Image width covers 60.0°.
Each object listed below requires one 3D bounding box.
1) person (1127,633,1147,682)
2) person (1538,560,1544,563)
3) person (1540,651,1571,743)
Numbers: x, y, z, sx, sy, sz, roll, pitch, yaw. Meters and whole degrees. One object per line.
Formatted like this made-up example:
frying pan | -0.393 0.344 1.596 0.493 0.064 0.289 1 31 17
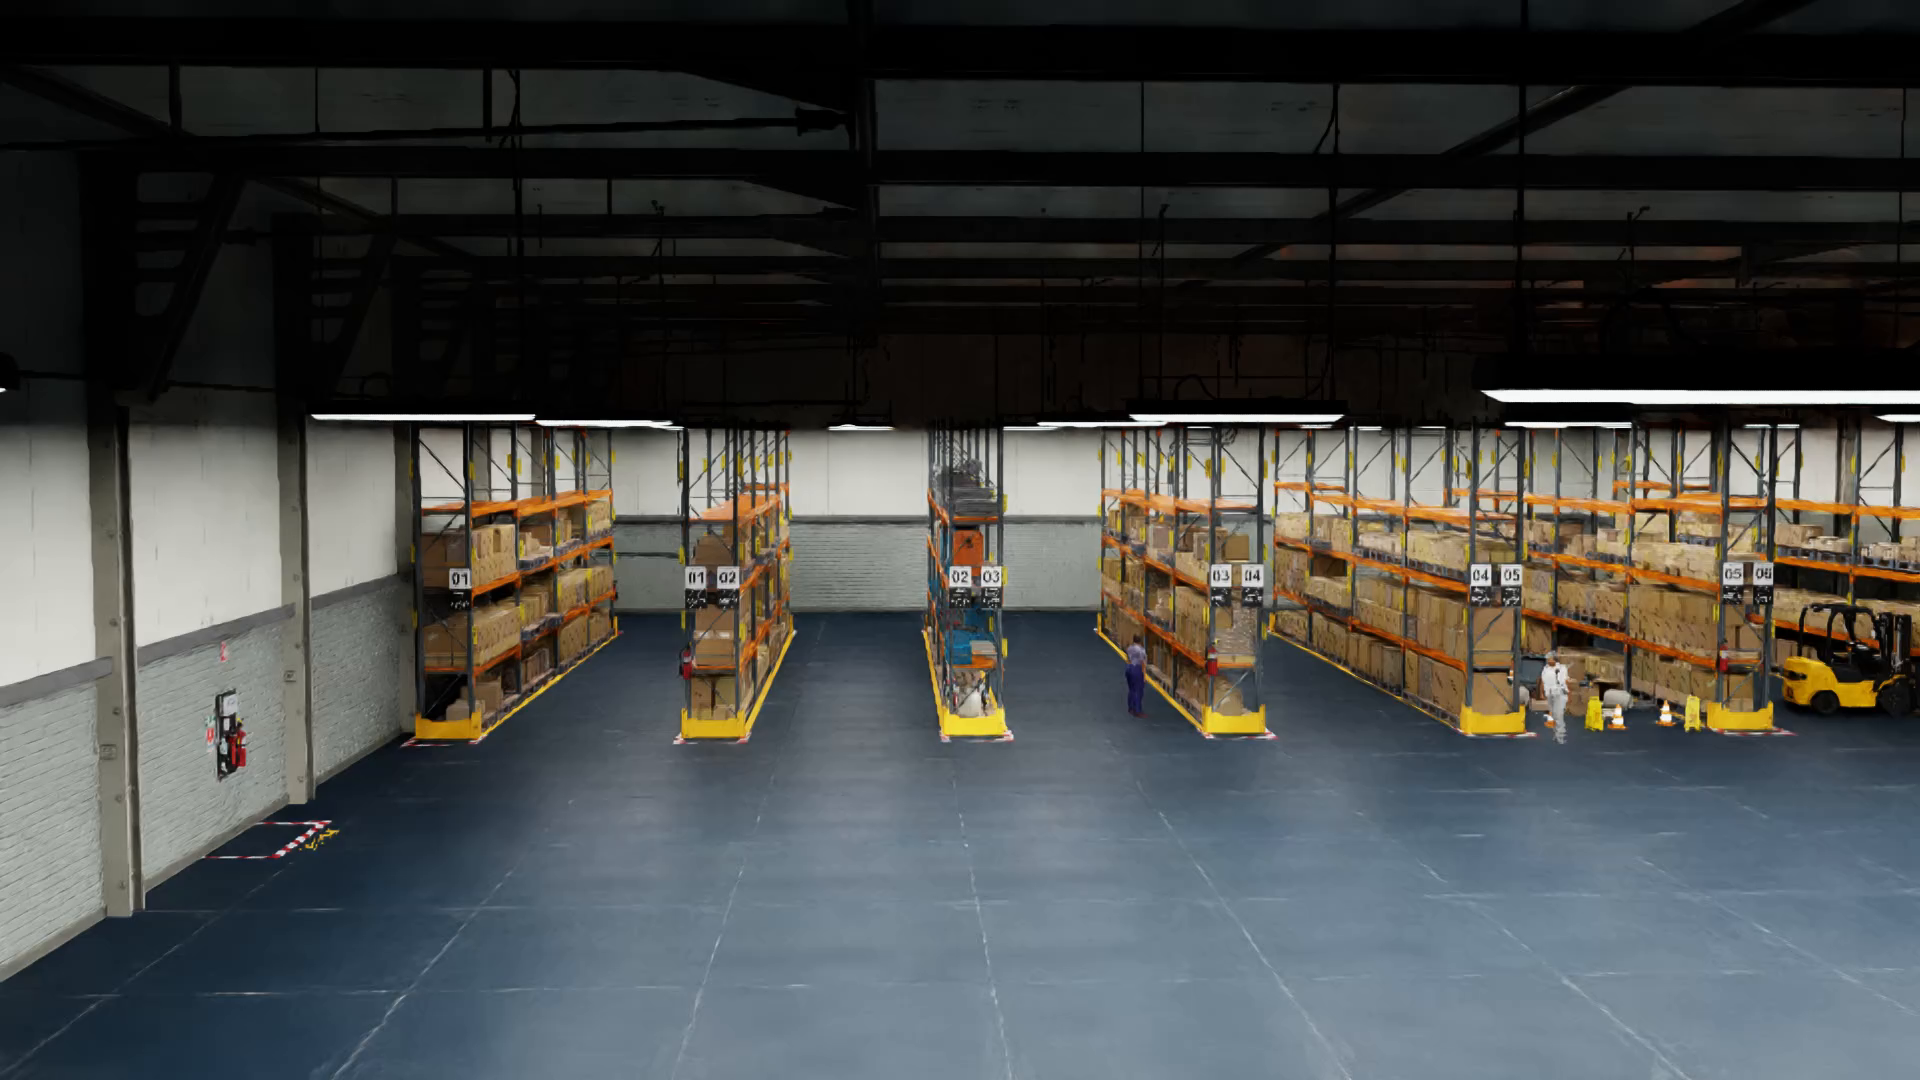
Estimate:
person | 3.580 2.362 33.508 0.305 0.976 0.535 -2 4 -34
person | 18.191 1.429 51.927 0.476 1.638 0.584 -3 5 -36
person | 11.086 2.894 30.861 0.508 1.686 0.595 -3 5 -34
